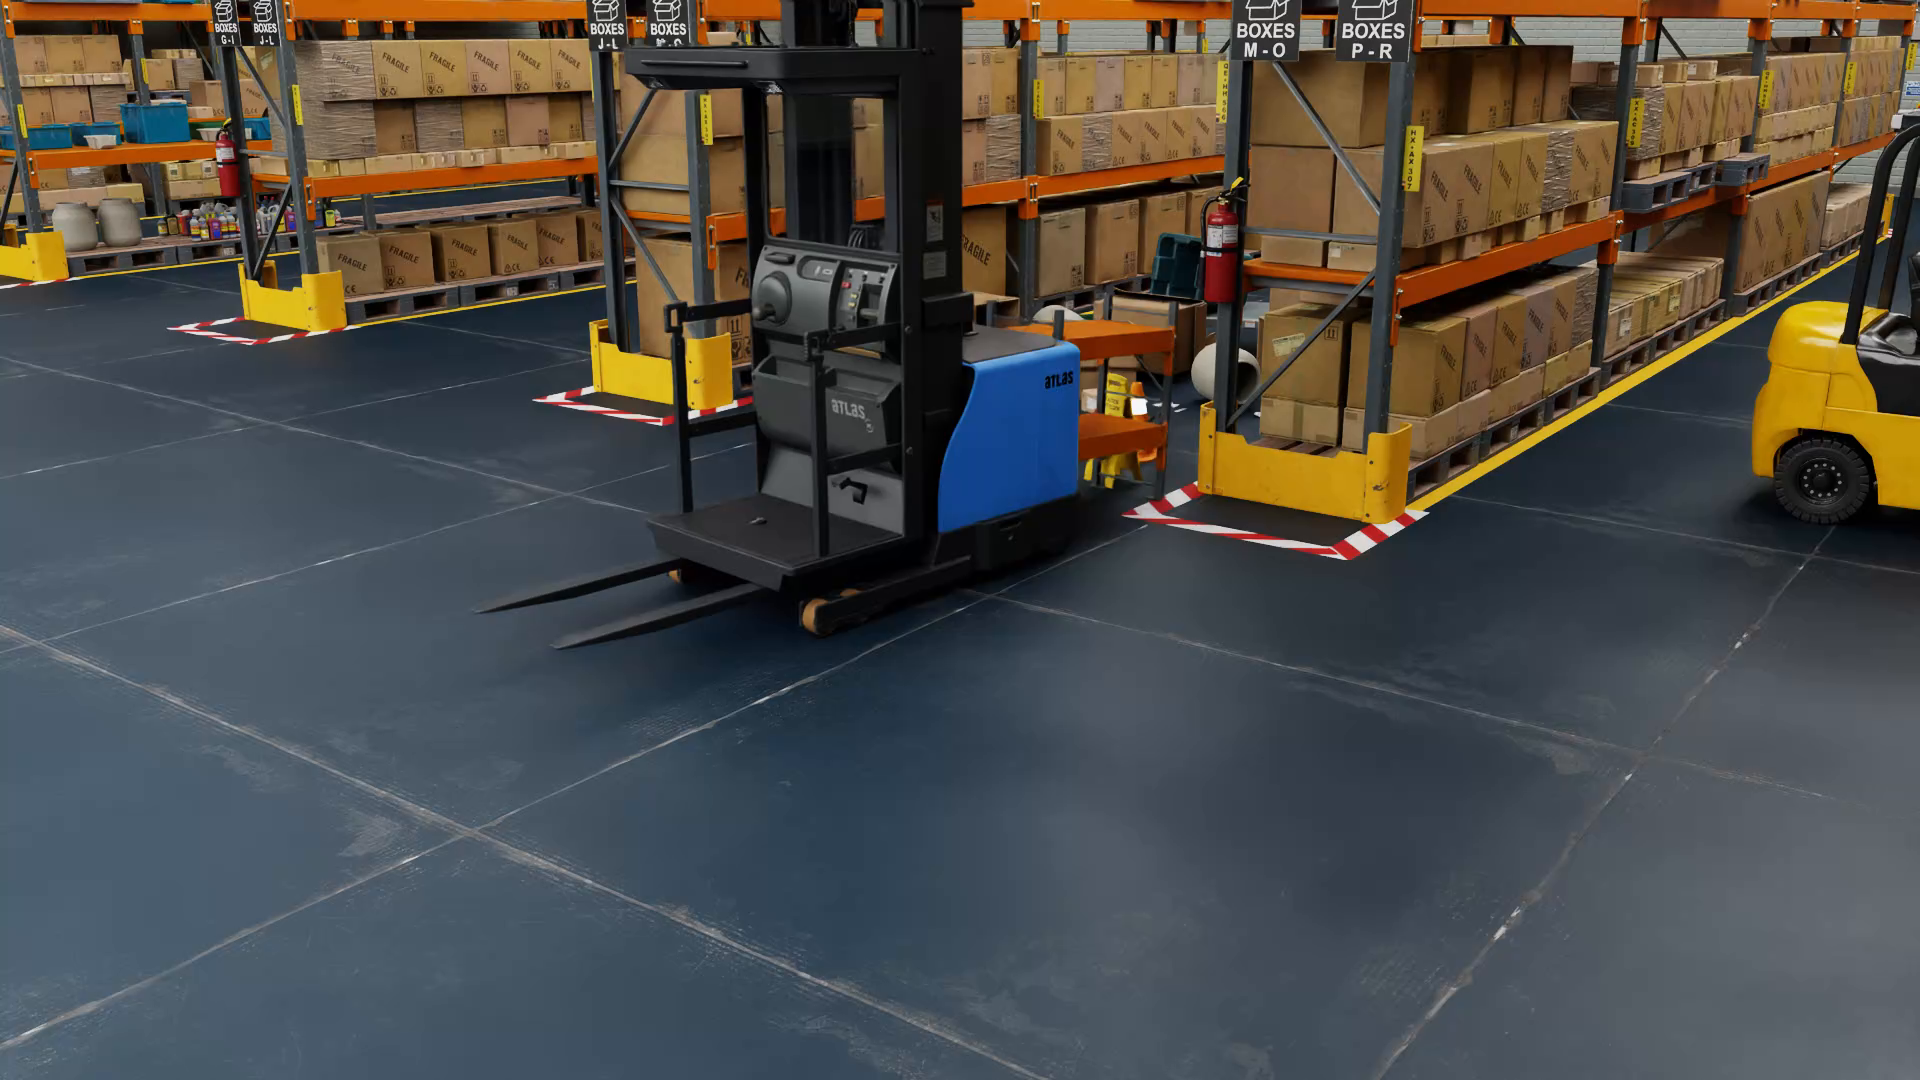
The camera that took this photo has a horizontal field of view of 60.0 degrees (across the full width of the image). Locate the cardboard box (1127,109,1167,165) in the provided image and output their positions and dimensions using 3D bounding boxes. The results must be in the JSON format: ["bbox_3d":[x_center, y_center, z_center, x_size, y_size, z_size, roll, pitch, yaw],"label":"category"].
[{"bbox_3d":[1.660,-3.925,16.158,0.500,0.500,0.500,13,21,36],"label":"cardboard box"}]

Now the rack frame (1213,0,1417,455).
[{"bbox_3d":[1.880,-1.637,8.956,1.000,3.000,0.127,12,21,35],"label":"rack frame"}]

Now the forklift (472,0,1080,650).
[{"bbox_3d":[-0.774,-1.145,7.489,1.130,2.935,3.031,16,24,42],"label":"forklift"}]

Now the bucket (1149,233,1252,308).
[{"bbox_3d":[1.998,-2.163,13.607,0.620,0.611,0.726,0,14,-35],"label":"bucket"}]

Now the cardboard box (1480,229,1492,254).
[{"bbox_3d":[2.926,-1.792,9.881,0.380,0.149,0.250,13,22,36],"label":"cardboard box"}]

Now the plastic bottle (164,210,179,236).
[{"bbox_3d":[-9.259,-3.722,19.509,0.061,0.283,0.133,13,22,36],"label":"plastic bottle"}]

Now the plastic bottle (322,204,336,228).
[{"bbox_3d":[-7.695,-3.956,20.262,0.061,0.283,0.133,14,22,37],"label":"plastic bottle"}]

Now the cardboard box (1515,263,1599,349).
[{"bbox_3d":[4.127,-1.647,11.652,0.500,0.500,0.500,12,21,34],"label":"cardboard box"}]

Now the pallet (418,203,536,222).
[{"bbox_3d":[-6.510,-4.370,22.459,1.003,0.211,1.213,12,21,35],"label":"pallet"}]

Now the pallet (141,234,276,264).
[{"bbox_3d":[-8.833,-3.440,19.464,1.003,0.211,1.213,12,21,35],"label":"pallet"}]

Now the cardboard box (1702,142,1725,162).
[{"bbox_3d":[6.116,-3.232,13.809,0.380,0.149,0.250,13,21,36],"label":"cardboard box"}]

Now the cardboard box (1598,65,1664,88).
[{"bbox_3d":[4.828,-3.339,11.966,0.380,0.149,0.250,12,21,34],"label":"cardboard box"}]

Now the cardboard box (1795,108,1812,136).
[{"bbox_3d":[8.076,-4.144,16.441,0.500,0.250,0.500,13,21,36],"label":"cardboard box"}]

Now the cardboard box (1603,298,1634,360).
[{"bbox_3d":[4.574,-1.660,12.755,0.950,0.372,0.625,13,21,35],"label":"cardboard box"}]

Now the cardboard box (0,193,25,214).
[{"bbox_3d":[-12.639,-4.472,22.015,0.500,0.250,0.500,12,21,35],"label":"cardboard box"}]

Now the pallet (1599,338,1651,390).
[{"bbox_3d":[4.726,-1.443,13.036,1.003,0.211,1.213,12,21,35],"label":"pallet"}]

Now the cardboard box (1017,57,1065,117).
[{"bbox_3d":[0.519,-4.085,14.984,0.700,0.500,0.500,12,21,34],"label":"cardboard box"}]

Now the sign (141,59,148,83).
[{"bbox_3d":[-11.202,-6.445,22.848,0.100,0.325,0.005,12,21,35],"label":"sign"}]

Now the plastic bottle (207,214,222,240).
[{"bbox_3d":[-8.576,-3.603,19.128,0.061,0.283,0.133,13,21,36],"label":"plastic bottle"}]

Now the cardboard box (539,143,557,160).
[{"bbox_3d":[-4.255,-3.895,16.653,0.380,0.149,0.250,12,21,35],"label":"cardboard box"}]

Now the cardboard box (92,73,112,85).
[{"bbox_3d":[-11.788,-6.288,22.673,0.380,0.149,0.250,12,21,34],"label":"cardboard box"}]

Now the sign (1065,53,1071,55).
[{"bbox_3d":[1.513,-6.668,23.338,0.100,0.325,0.005,12,21,35],"label":"sign"}]

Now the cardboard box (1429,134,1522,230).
[{"bbox_3d":[2.994,-2.136,9.893,0.500,0.500,0.500,12,21,34],"label":"cardboard box"}]

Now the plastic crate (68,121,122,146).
[{"bbox_3d":[-9.607,-4.518,18.485,0.499,0.251,0.408,12,21,35],"label":"plastic crate"}]

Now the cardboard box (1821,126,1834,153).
[{"bbox_3d":[8.965,-4.272,17.695,0.500,0.250,0.500,12,21,33],"label":"cardboard box"}]

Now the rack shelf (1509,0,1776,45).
[{"bbox_3d":[5.455,-4.155,13.220,1.077,0.370,4.000,12,21,35],"label":"rack shelf"}]

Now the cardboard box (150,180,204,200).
[{"bbox_3d":[-11.210,-5.032,23.817,0.500,0.250,0.500,12,21,33],"label":"cardboard box"}]

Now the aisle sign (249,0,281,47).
[{"bbox_3d":[-5.875,-4.562,13.992,0.394,0.787,0.004,12,21,35],"label":"aisle sign"}]

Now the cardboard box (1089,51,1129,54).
[{"bbox_3d":[2.168,-6.984,24.663,0.500,0.500,0.500,12,21,33],"label":"cardboard box"}]

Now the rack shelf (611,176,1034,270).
[{"bbox_3d":[-0.964,-2.620,13.336,1.077,0.370,4.000,12,21,35],"label":"rack shelf"}]

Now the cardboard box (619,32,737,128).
[{"bbox_3d":[-3.109,-4.992,18.042,1.000,1.000,1.000,13,21,35],"label":"cardboard box"}]

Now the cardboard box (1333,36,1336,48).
[{"bbox_3d":[5.058,-6.172,21.206,0.500,0.500,0.500,12,21,33],"label":"cardboard box"}]

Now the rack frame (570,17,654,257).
[{"bbox_3d":[-3.695,-4.341,17.663,1.000,3.000,0.127,12,21,35],"label":"rack frame"}]

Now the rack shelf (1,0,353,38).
[{"bbox_3d":[-8.865,-5.828,18.609,1.077,0.370,4.000,12,21,35],"label":"rack shelf"}]

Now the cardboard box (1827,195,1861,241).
[{"bbox_3d":[10.023,-3.816,19.585,0.875,0.438,0.875,12,21,33],"label":"cardboard box"}]

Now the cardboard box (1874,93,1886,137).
[{"bbox_3d":[10.729,-5.092,19.916,0.500,0.500,0.500,13,22,36],"label":"cardboard box"}]

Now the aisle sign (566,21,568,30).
[{"bbox_3d":[-8.196,-11.030,34.822,0.394,0.787,0.004,12,21,35],"label":"aisle sign"}]

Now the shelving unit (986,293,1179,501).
[{"bbox_3d":[0.651,-0.744,9.121,0.538,1.125,1.048,15,18,40],"label":"shelving unit"}]

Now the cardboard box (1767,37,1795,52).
[{"bbox_3d":[8.958,-5.459,18.318,0.380,0.149,0.250,12,21,34],"label":"cardboard box"}]

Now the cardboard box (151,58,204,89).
[{"bbox_3d":[-13.518,-8.063,28.741,0.700,0.500,0.500,10,20,28],"label":"cardboard box"}]

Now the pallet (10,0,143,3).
[{"bbox_3d":[-9.485,-5.785,17.576,1.003,0.211,1.213,12,21,35],"label":"pallet"}]

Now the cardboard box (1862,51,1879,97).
[{"bbox_3d":[10.129,-5.330,18.995,0.500,0.500,0.500,13,21,36],"label":"cardboard box"}]

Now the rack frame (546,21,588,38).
[{"bbox_3d":[-6.882,-7.997,29.439,1.000,3.000,0.127,12,21,35],"label":"rack frame"}]

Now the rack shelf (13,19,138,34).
[{"bbox_3d":[-12.840,-6.705,21.431,1.077,0.370,4.000,12,21,35],"label":"rack shelf"}]

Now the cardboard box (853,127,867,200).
[{"bbox_3d":[-1.226,-2.901,12.776,0.875,0.550,0.550,12,21,35],"label":"cardboard box"}]

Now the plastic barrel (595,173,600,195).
[{"bbox_3d":[-5.012,-5.452,24.194,0.600,0.830,0.708,12,21,35],"label":"plastic barrel"}]

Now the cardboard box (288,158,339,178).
[{"bbox_3d":[-5.717,-3.294,14.715,0.380,0.149,0.250,12,21,35],"label":"cardboard box"}]

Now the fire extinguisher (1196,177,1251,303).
[{"bbox_3d":[1.442,-1.654,9.142,0.296,0.674,0.183,12,21,35],"label":"fire extinguisher"}]

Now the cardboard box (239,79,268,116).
[{"bbox_3d":[-10.566,-6.564,24.656,0.500,0.500,0.500,12,21,35],"label":"cardboard box"}]

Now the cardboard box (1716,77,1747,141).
[{"bbox_3d":[6.300,-3.650,14.061,0.500,0.500,0.500,12,21,34],"label":"cardboard box"}]

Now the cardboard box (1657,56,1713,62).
[{"bbox_3d":[6.745,-4.237,15.474,0.500,0.500,0.500,12,21,33],"label":"cardboard box"}]

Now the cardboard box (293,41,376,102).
[{"bbox_3d":[-5.532,-4.138,14.655,0.500,0.500,0.500,12,21,35],"label":"cardboard box"}]

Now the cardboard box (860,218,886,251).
[{"bbox_3d":[-0.737,-2.273,13.880,0.875,0.875,0.875,13,21,35],"label":"cardboard box"}]
